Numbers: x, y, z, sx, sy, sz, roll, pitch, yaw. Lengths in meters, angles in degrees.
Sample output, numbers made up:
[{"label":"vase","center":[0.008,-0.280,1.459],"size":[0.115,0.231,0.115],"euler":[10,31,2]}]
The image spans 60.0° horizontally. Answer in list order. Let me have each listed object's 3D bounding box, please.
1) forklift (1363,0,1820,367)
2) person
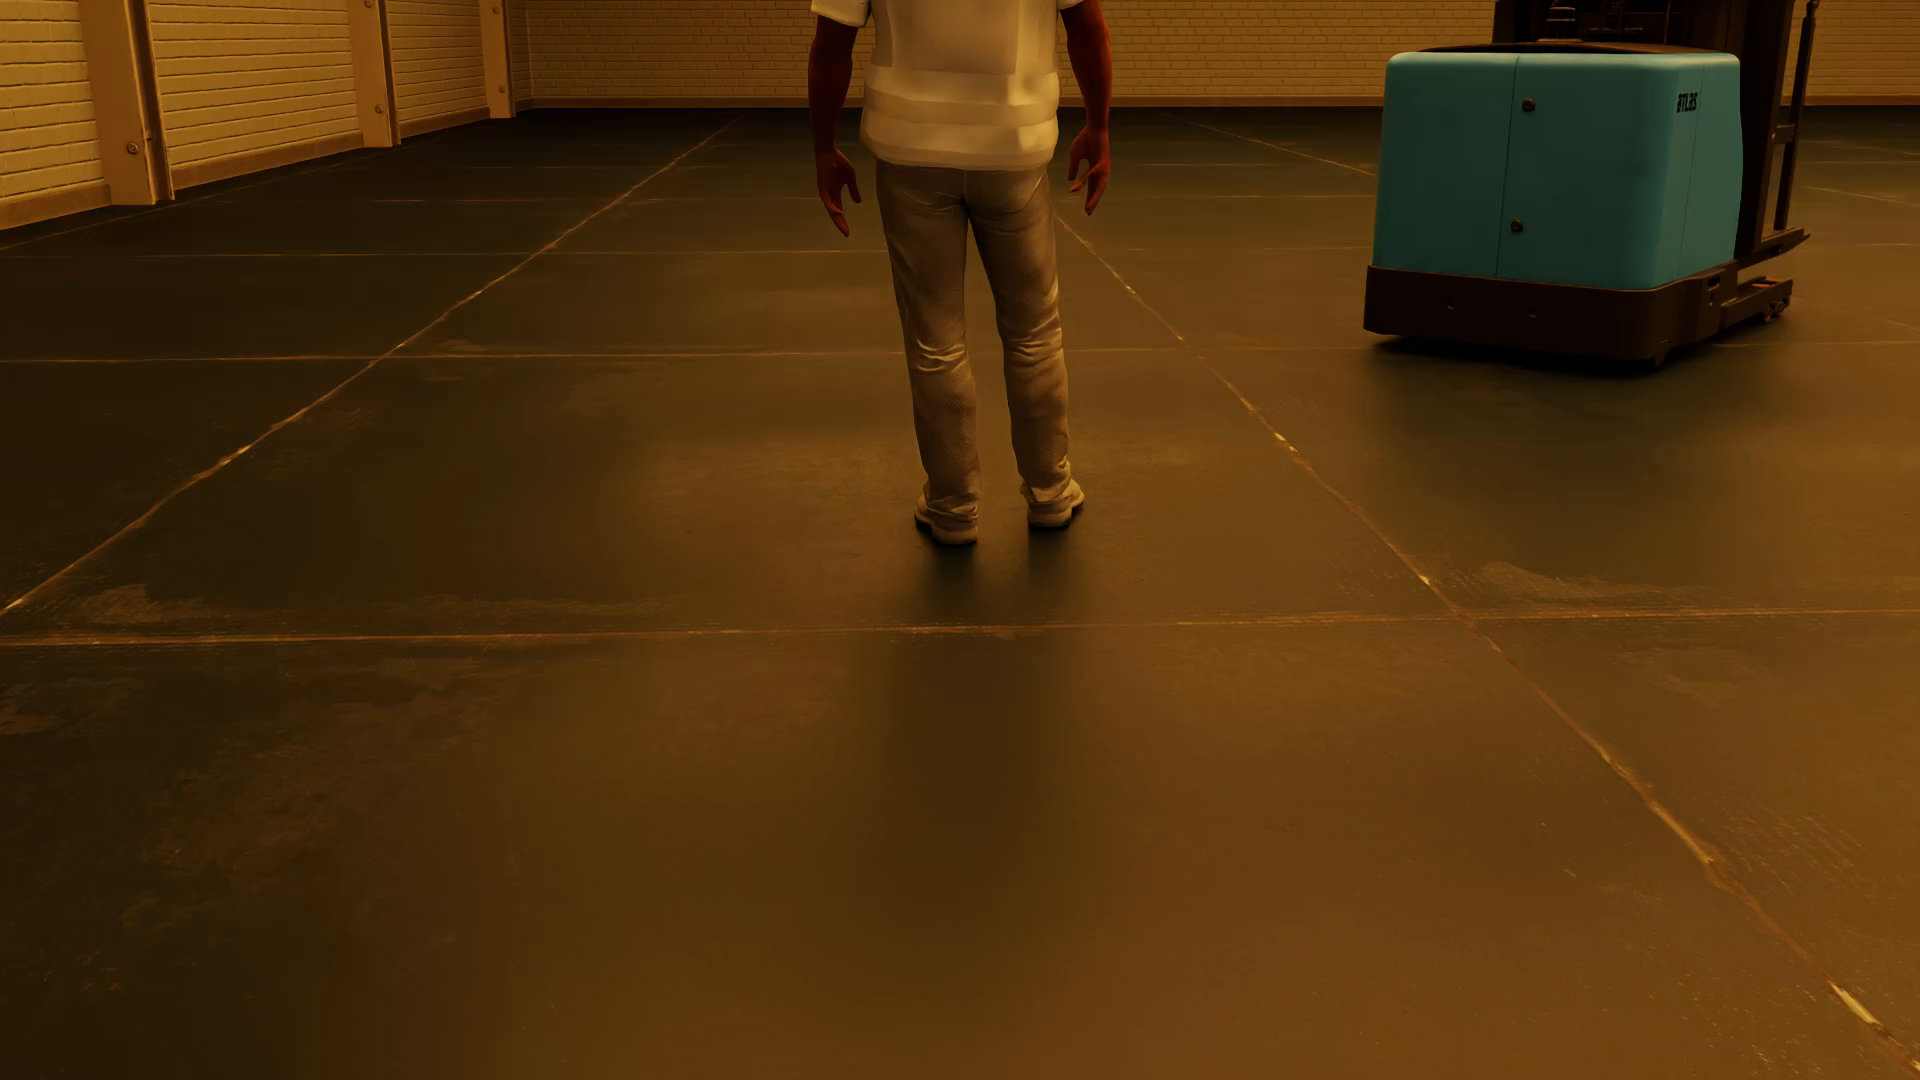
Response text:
[{"label":"forklift","center":[2.841,-2.370,6.656],"size":[1.130,2.935,3.031],"euler":[13,21,37]},{"label":"person","center":[0.001,-0.872,3.725],"size":[0.666,1.768,0.575],"euler":[-1,17,-3]}]
